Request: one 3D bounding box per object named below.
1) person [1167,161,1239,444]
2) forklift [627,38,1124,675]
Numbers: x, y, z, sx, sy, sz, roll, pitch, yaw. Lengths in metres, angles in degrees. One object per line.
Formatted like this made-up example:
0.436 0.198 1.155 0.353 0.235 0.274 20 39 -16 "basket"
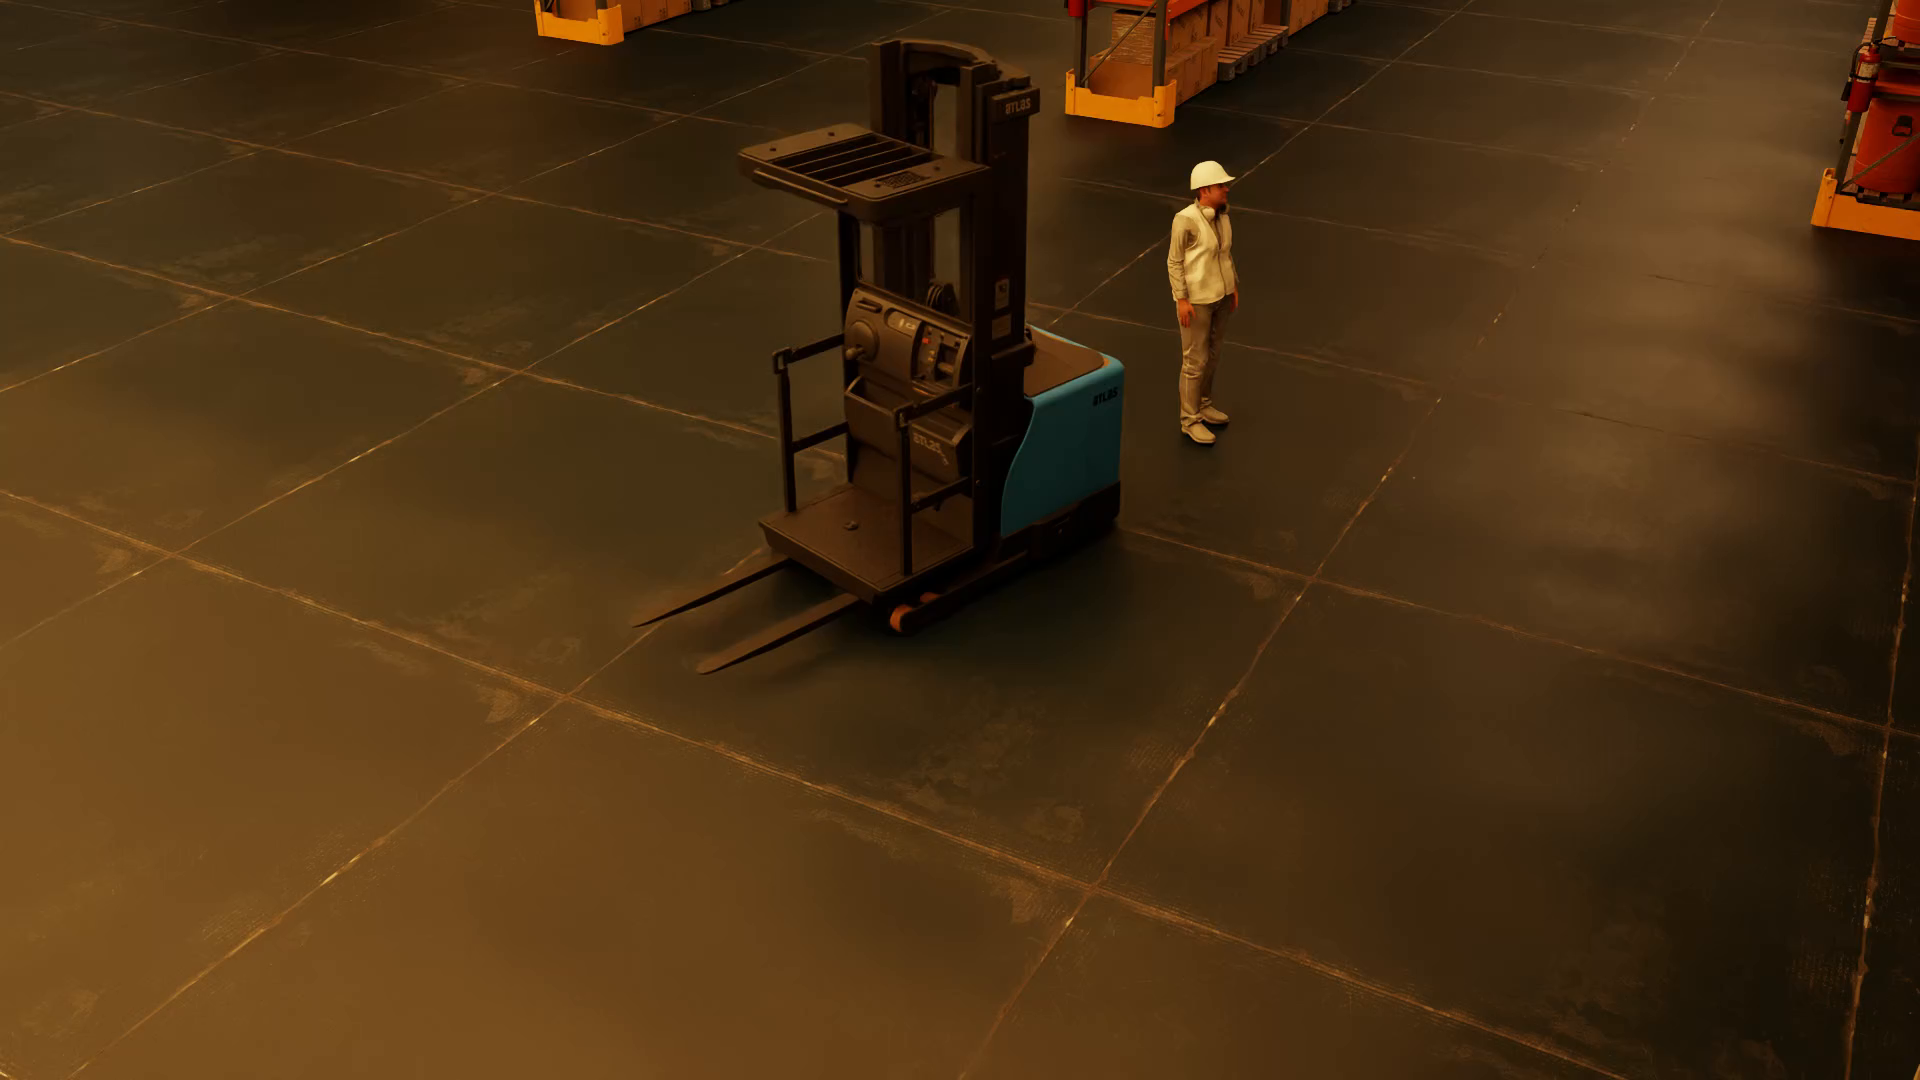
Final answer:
1.666 -1.589 10.967 0.570 1.773 0.630 26 39 37 "person"
-0.442 -1.043 8.879 3.031 2.935 1.130 -26 39 -37 "forklift"
